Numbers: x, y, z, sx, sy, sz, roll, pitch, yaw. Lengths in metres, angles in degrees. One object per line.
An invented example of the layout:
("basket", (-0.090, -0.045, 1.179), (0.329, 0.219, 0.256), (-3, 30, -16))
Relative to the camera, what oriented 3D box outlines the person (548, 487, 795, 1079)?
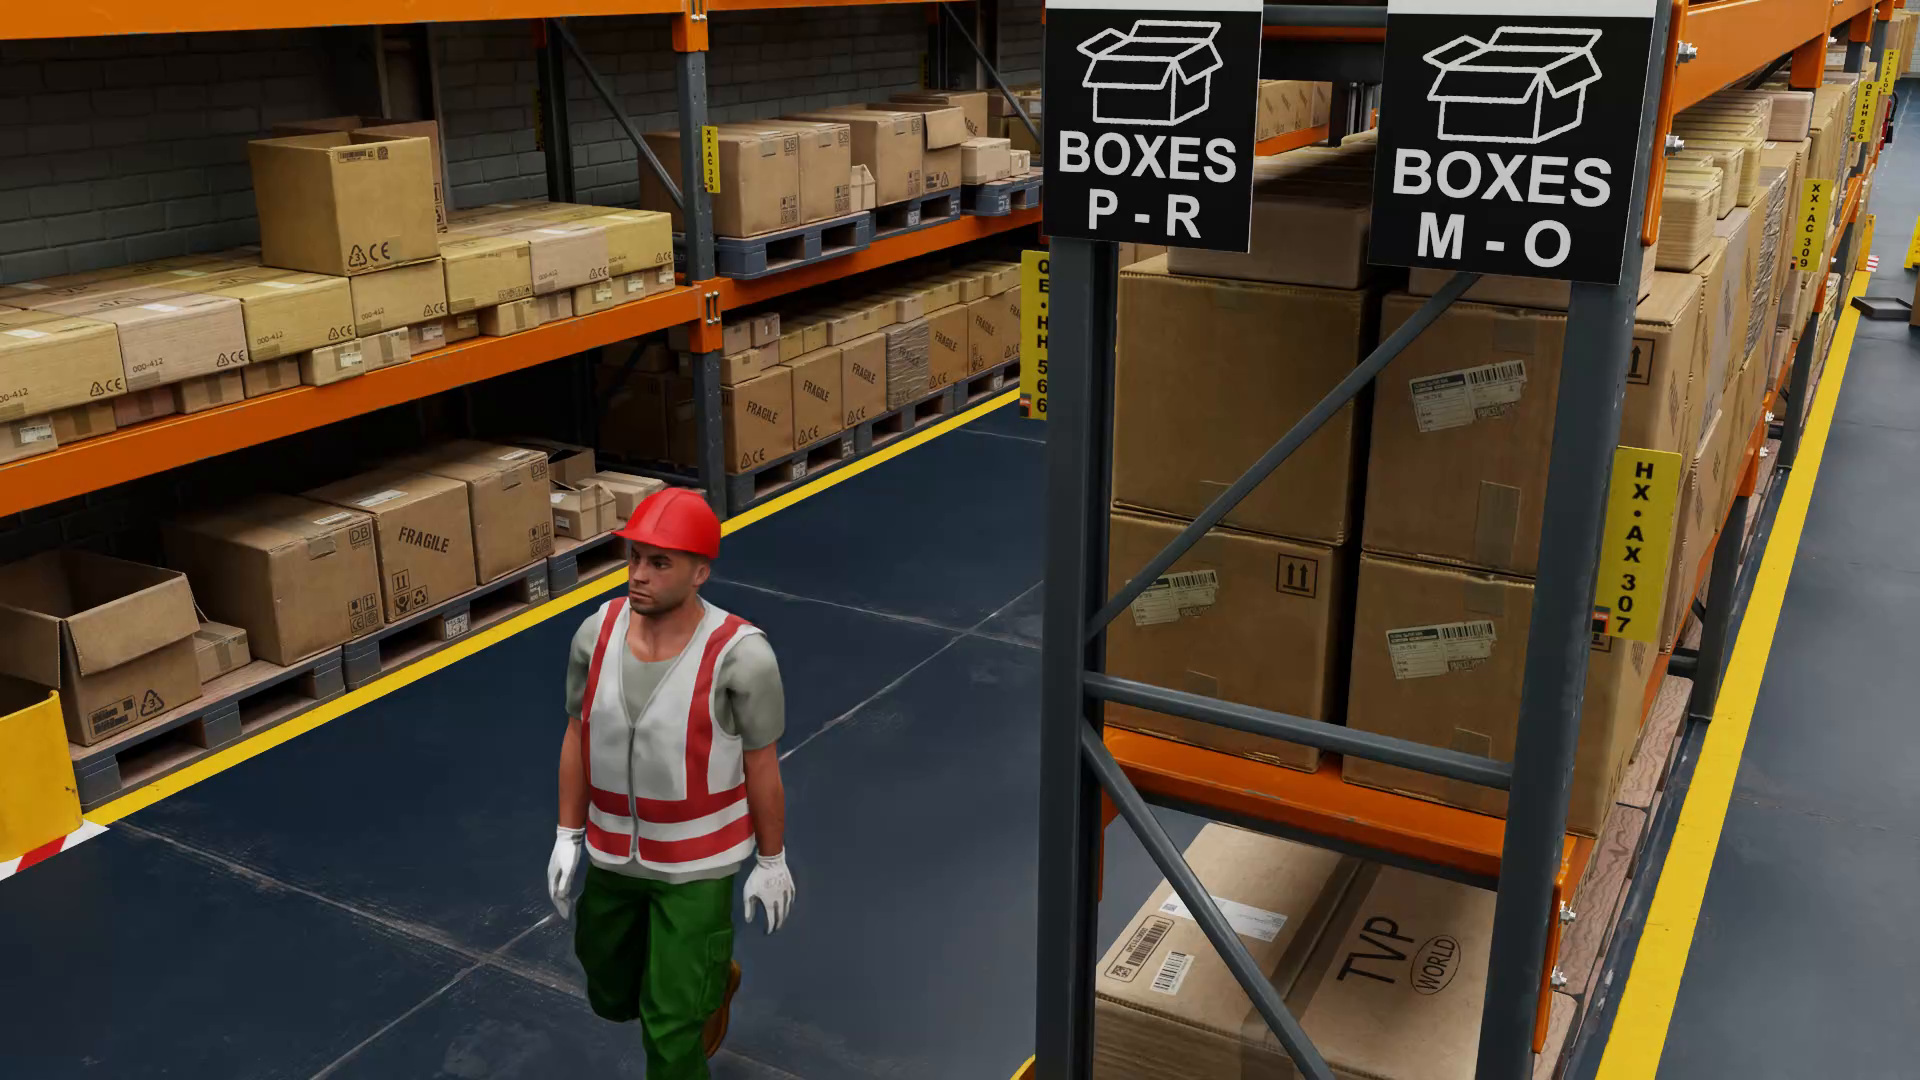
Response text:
("person", (-0.673, 0.724, 3.929), (0.566, 1.760, 0.841), (7, 21, 20))
